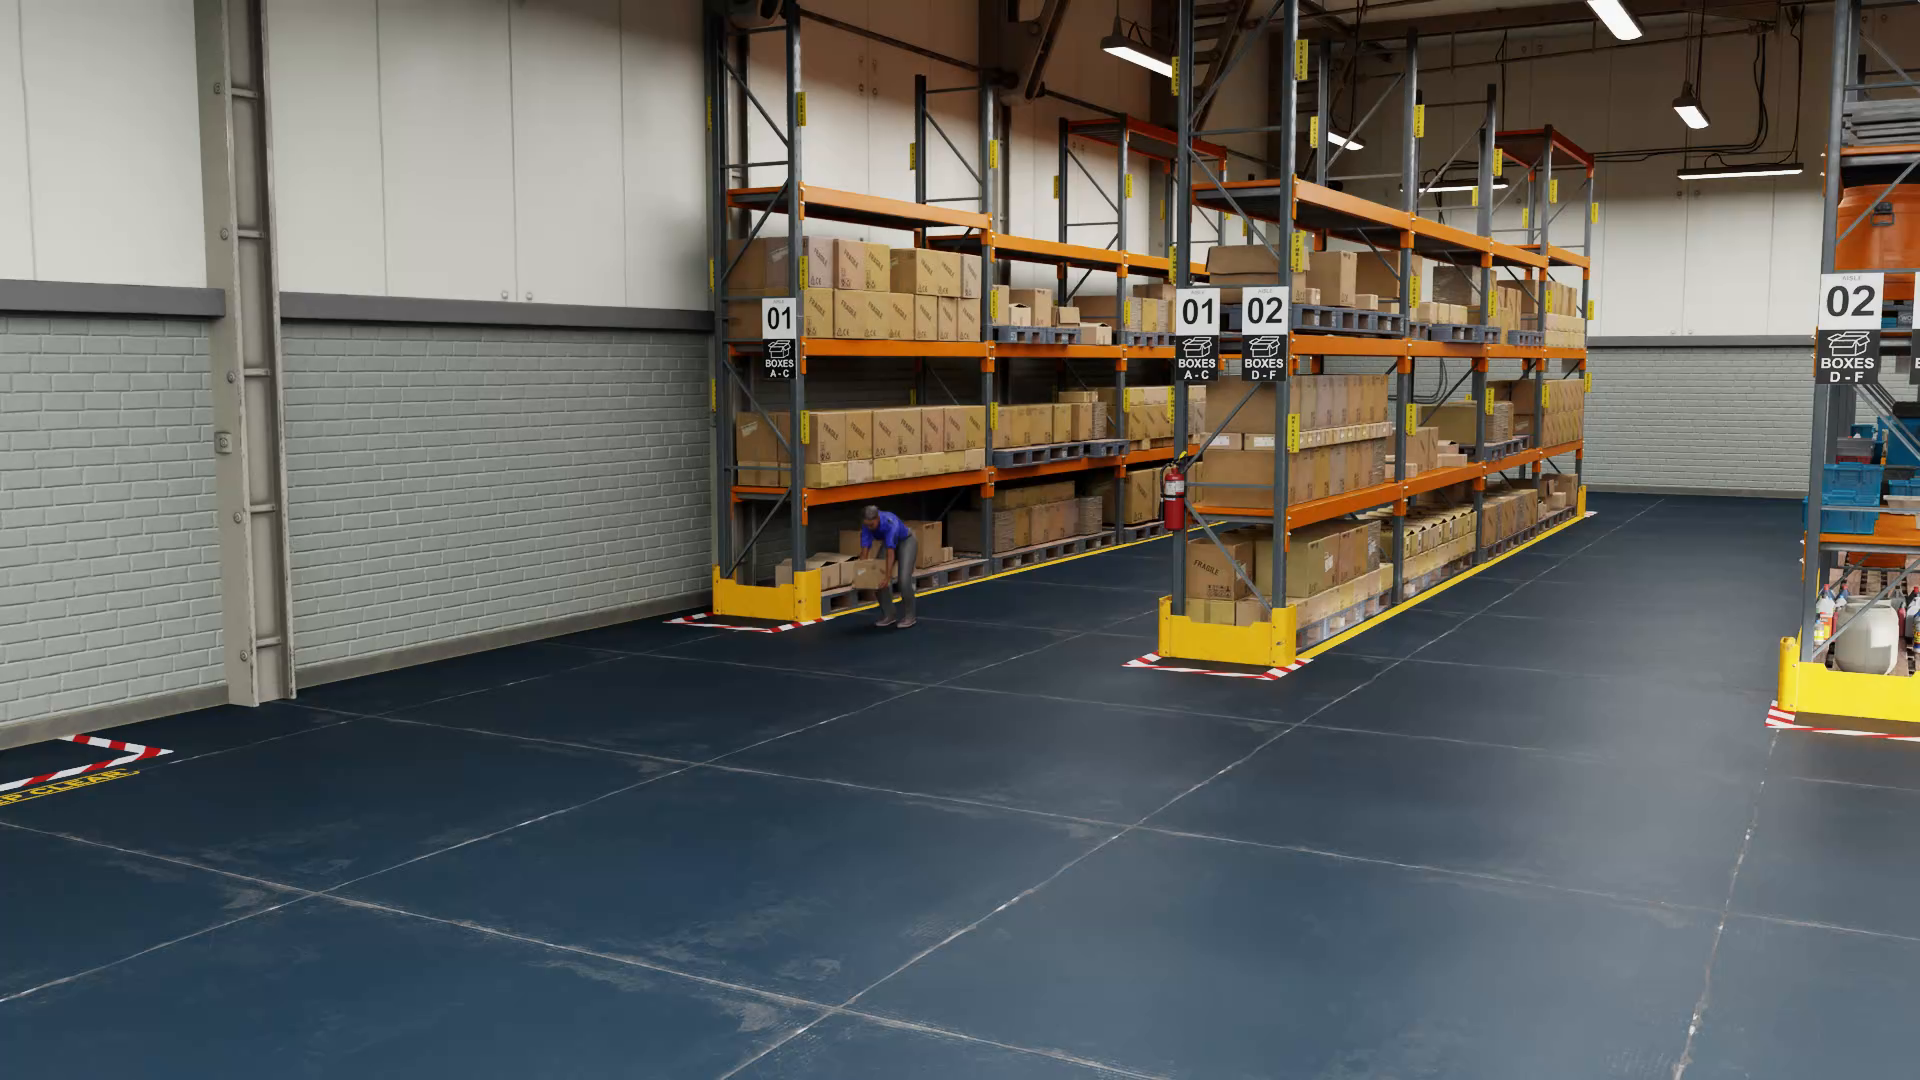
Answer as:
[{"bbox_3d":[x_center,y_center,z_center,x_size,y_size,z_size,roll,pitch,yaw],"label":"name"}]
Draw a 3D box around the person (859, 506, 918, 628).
[{"bbox_3d":[-0.718,0.253,16.107,0.428,1.221,0.825,3,7,29],"label":"person"}]
